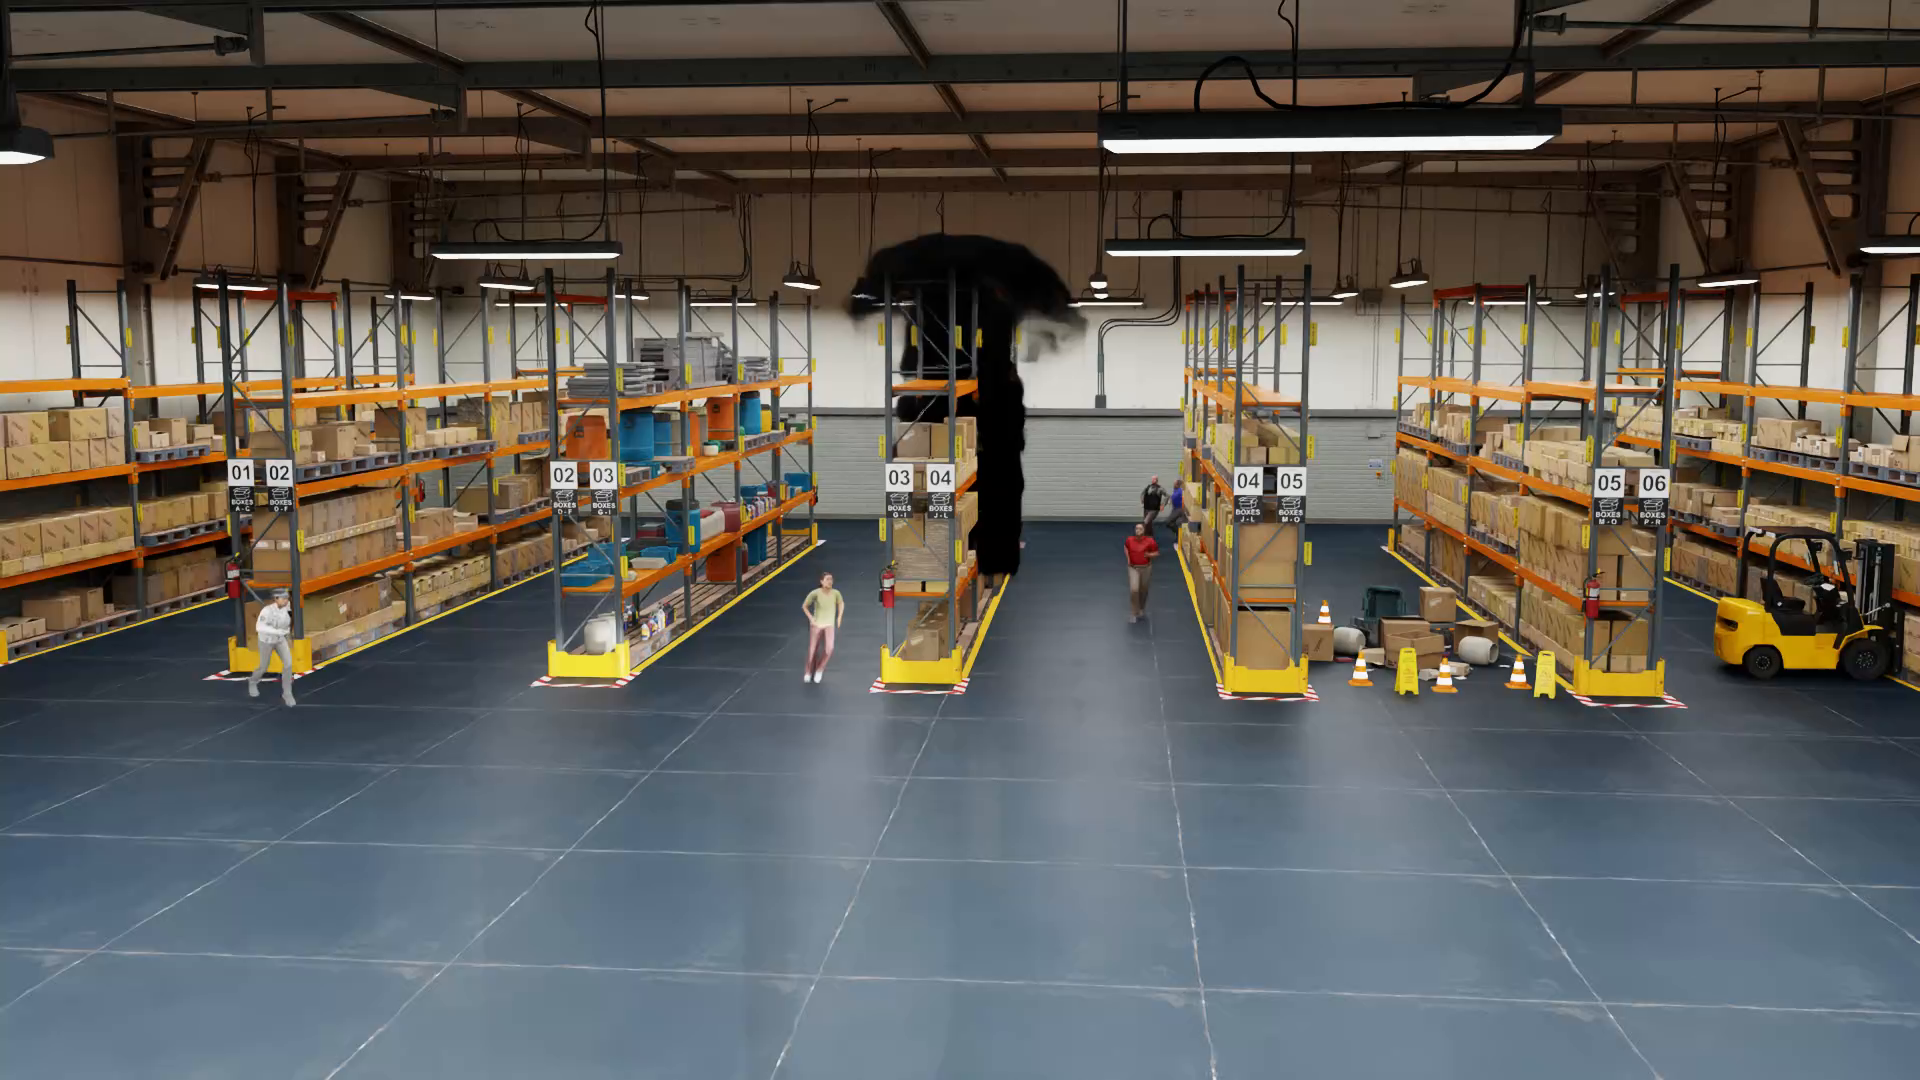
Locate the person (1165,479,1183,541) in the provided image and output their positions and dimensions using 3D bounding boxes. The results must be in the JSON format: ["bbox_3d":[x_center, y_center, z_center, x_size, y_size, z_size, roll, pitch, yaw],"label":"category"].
[{"bbox_3d":[5.300,-0.710,40.791,0.551,1.568,0.727,-1,7,-8],"label":"person"}]

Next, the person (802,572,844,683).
[{"bbox_3d":[-1.970,1.268,24.165,0.638,1.604,0.605,-2,7,-13],"label":"person"}]

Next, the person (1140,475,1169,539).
[{"bbox_3d":[4.610,-0.702,40.055,0.843,1.739,0.727,-7,10,-44],"label":"person"}]

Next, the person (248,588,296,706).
[{"bbox_3d":[-9.493,1.443,22.909,0.968,1.645,0.656,4,8,31],"label":"person"}]

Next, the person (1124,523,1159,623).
[{"bbox_3d":[3.212,0.596,29.476,0.625,1.810,0.796,1,7,8],"label":"person"}]
